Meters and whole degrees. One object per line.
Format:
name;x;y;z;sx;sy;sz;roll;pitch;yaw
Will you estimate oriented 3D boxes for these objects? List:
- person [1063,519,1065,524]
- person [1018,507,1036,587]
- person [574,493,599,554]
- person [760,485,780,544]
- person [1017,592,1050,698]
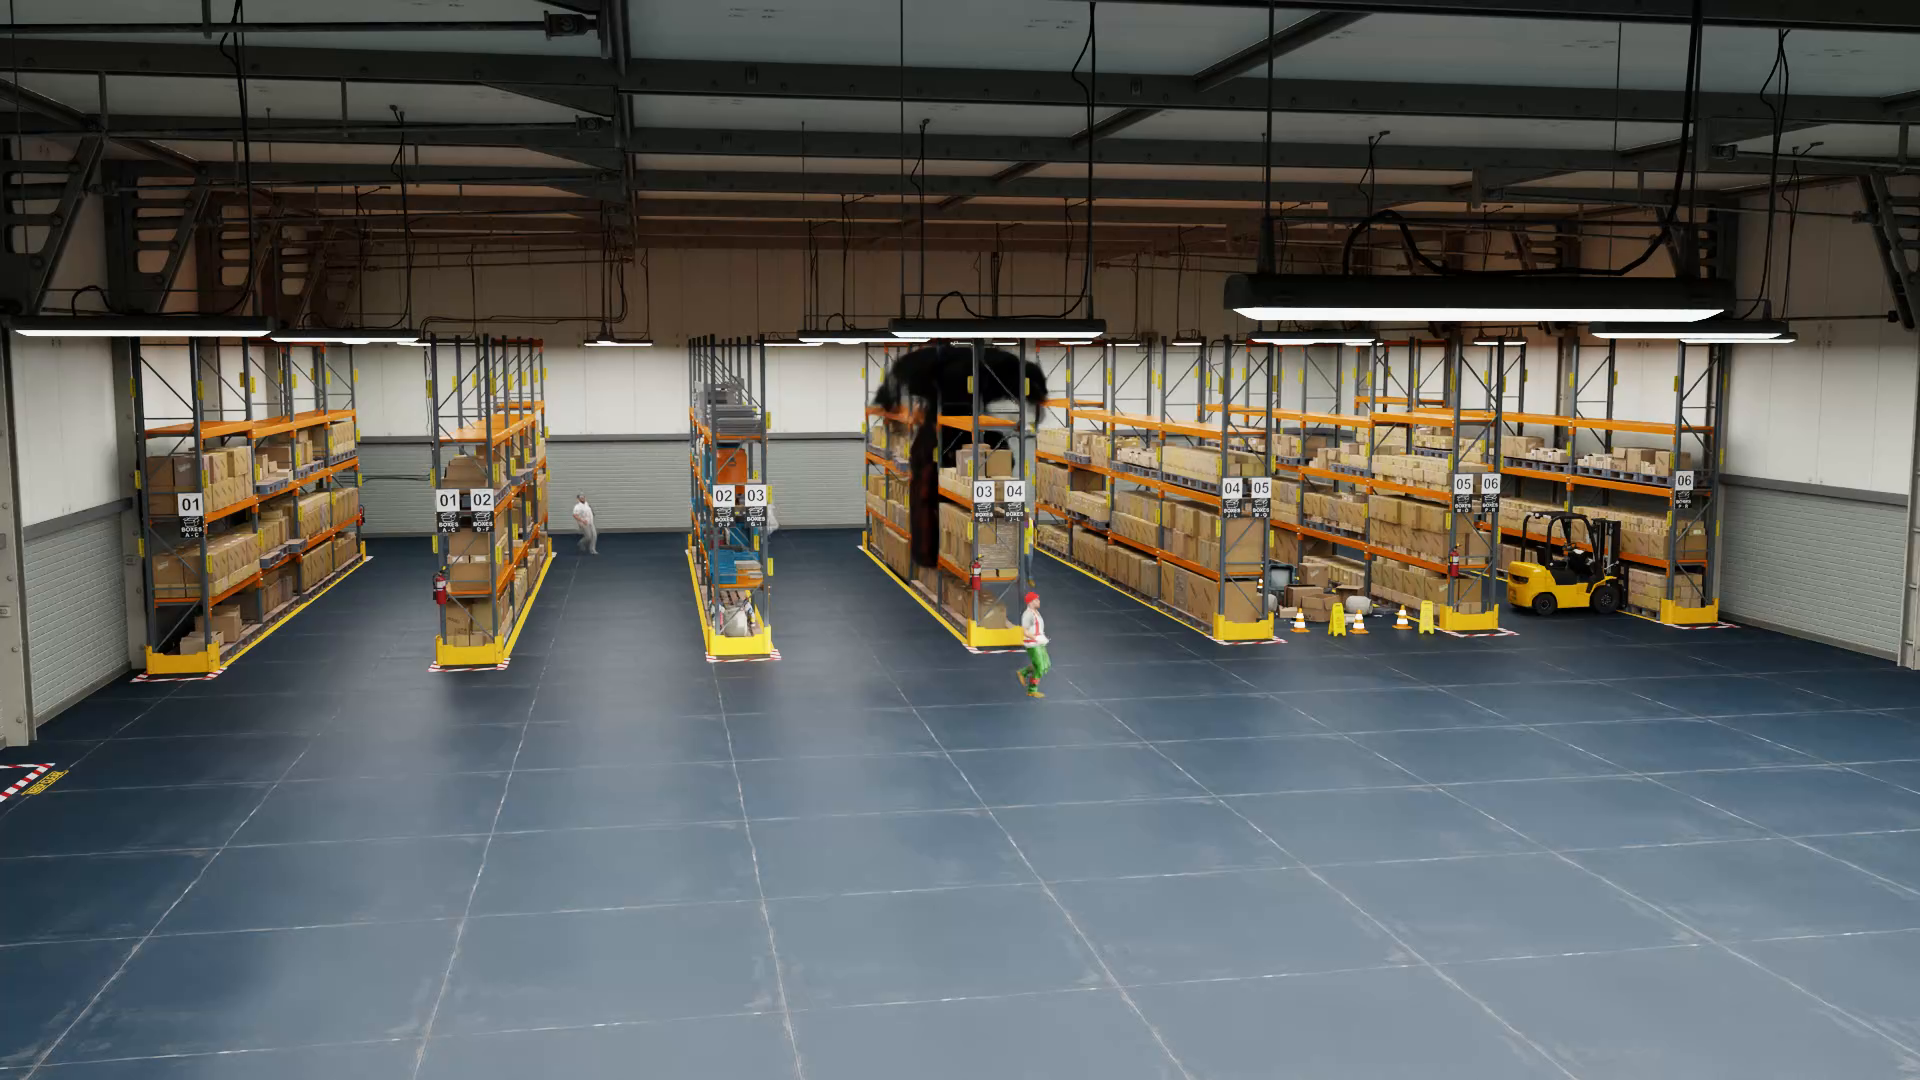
person;3.279;-0.778;49.704;0.519;1.624;0.608;3;7;25
person;1.483;0.140;38.612;0.642;1.837;0.817;-2;7;-16
person;-10.500;-0.461;46.614;0.659;1.752;0.708;3;7;28
person;-5.569;-0.742;48.767;0.589;1.739;0.664;-1;7;-7
person;1.200;1.727;27.436;0.600;1.741;0.657;2;7;17
